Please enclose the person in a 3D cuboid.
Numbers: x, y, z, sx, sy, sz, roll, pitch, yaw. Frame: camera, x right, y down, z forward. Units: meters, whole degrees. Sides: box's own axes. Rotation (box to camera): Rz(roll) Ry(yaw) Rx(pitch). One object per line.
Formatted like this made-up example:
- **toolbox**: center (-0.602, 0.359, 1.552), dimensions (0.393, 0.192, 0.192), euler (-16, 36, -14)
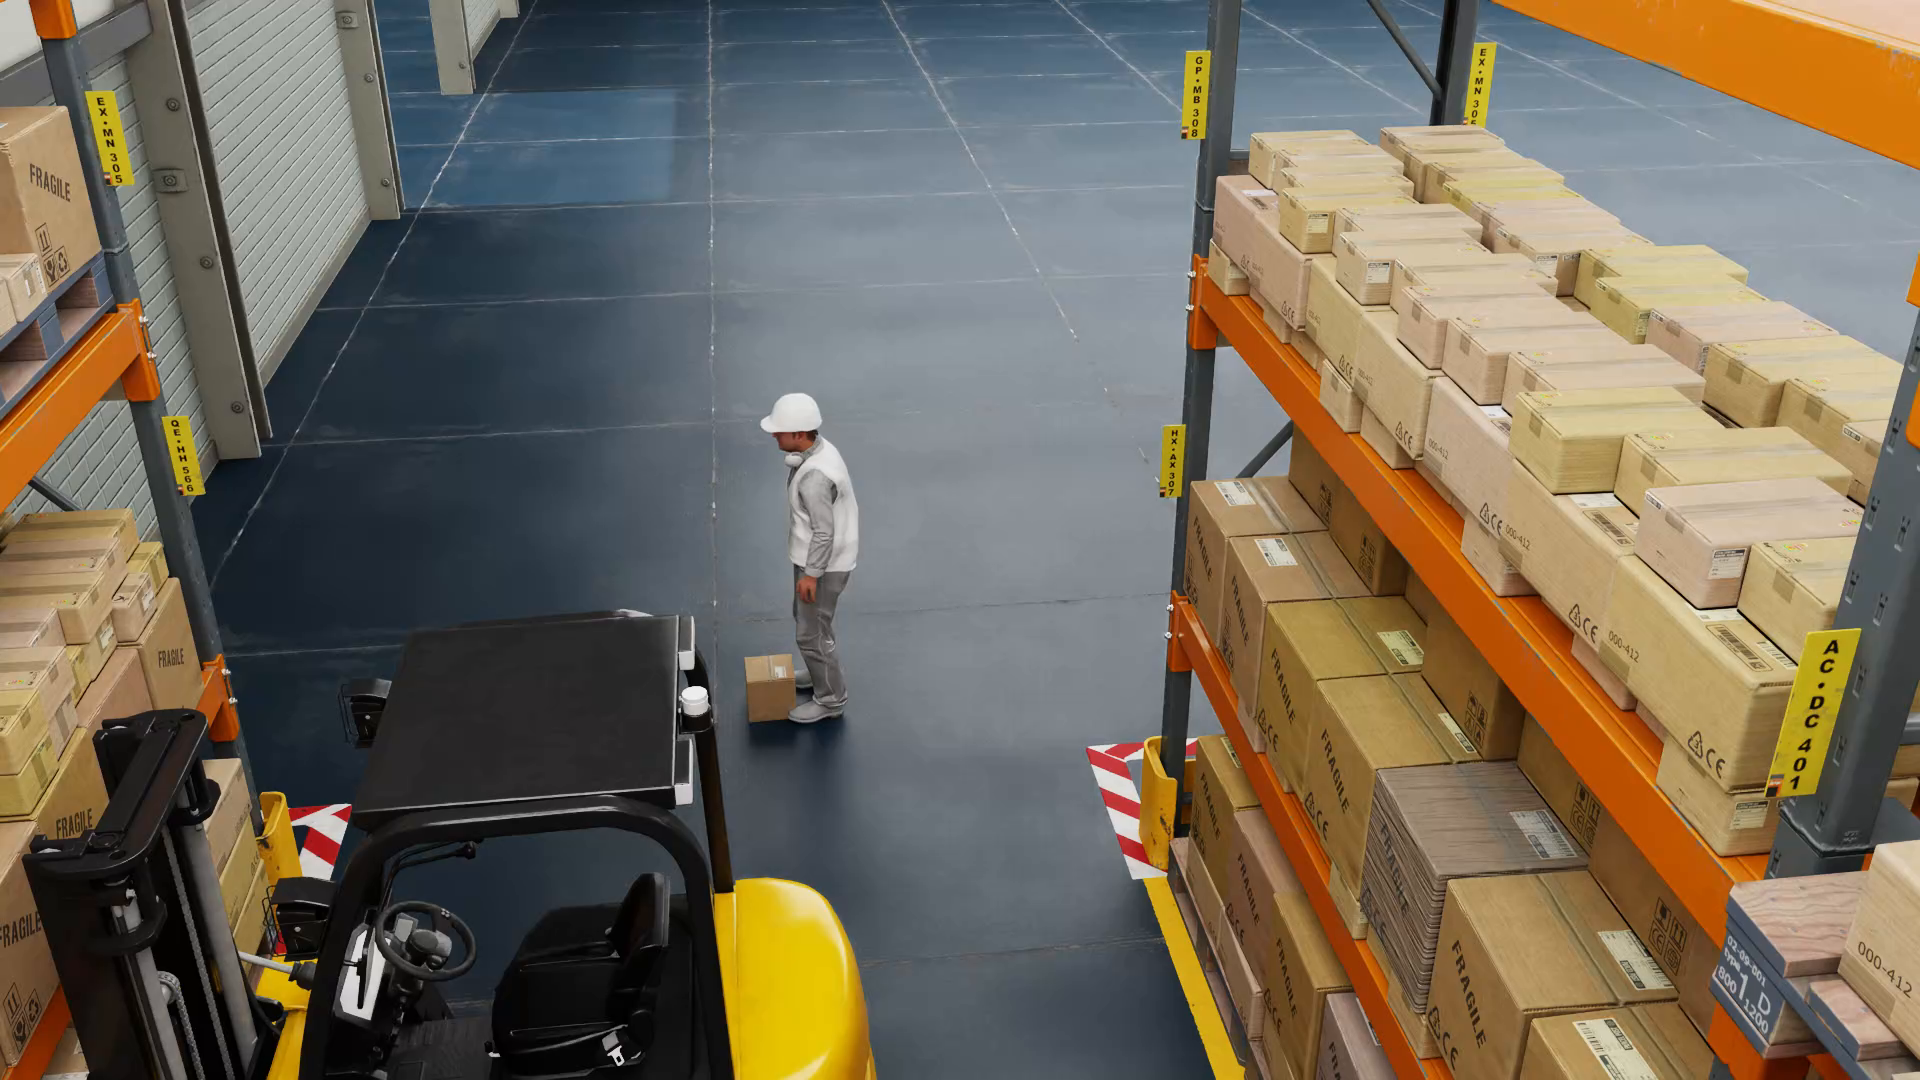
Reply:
- **person**: center (-0.739, 0.078, 8.438), dimensions (0.463, 1.768, 0.580), euler (-3, 27, -7)
